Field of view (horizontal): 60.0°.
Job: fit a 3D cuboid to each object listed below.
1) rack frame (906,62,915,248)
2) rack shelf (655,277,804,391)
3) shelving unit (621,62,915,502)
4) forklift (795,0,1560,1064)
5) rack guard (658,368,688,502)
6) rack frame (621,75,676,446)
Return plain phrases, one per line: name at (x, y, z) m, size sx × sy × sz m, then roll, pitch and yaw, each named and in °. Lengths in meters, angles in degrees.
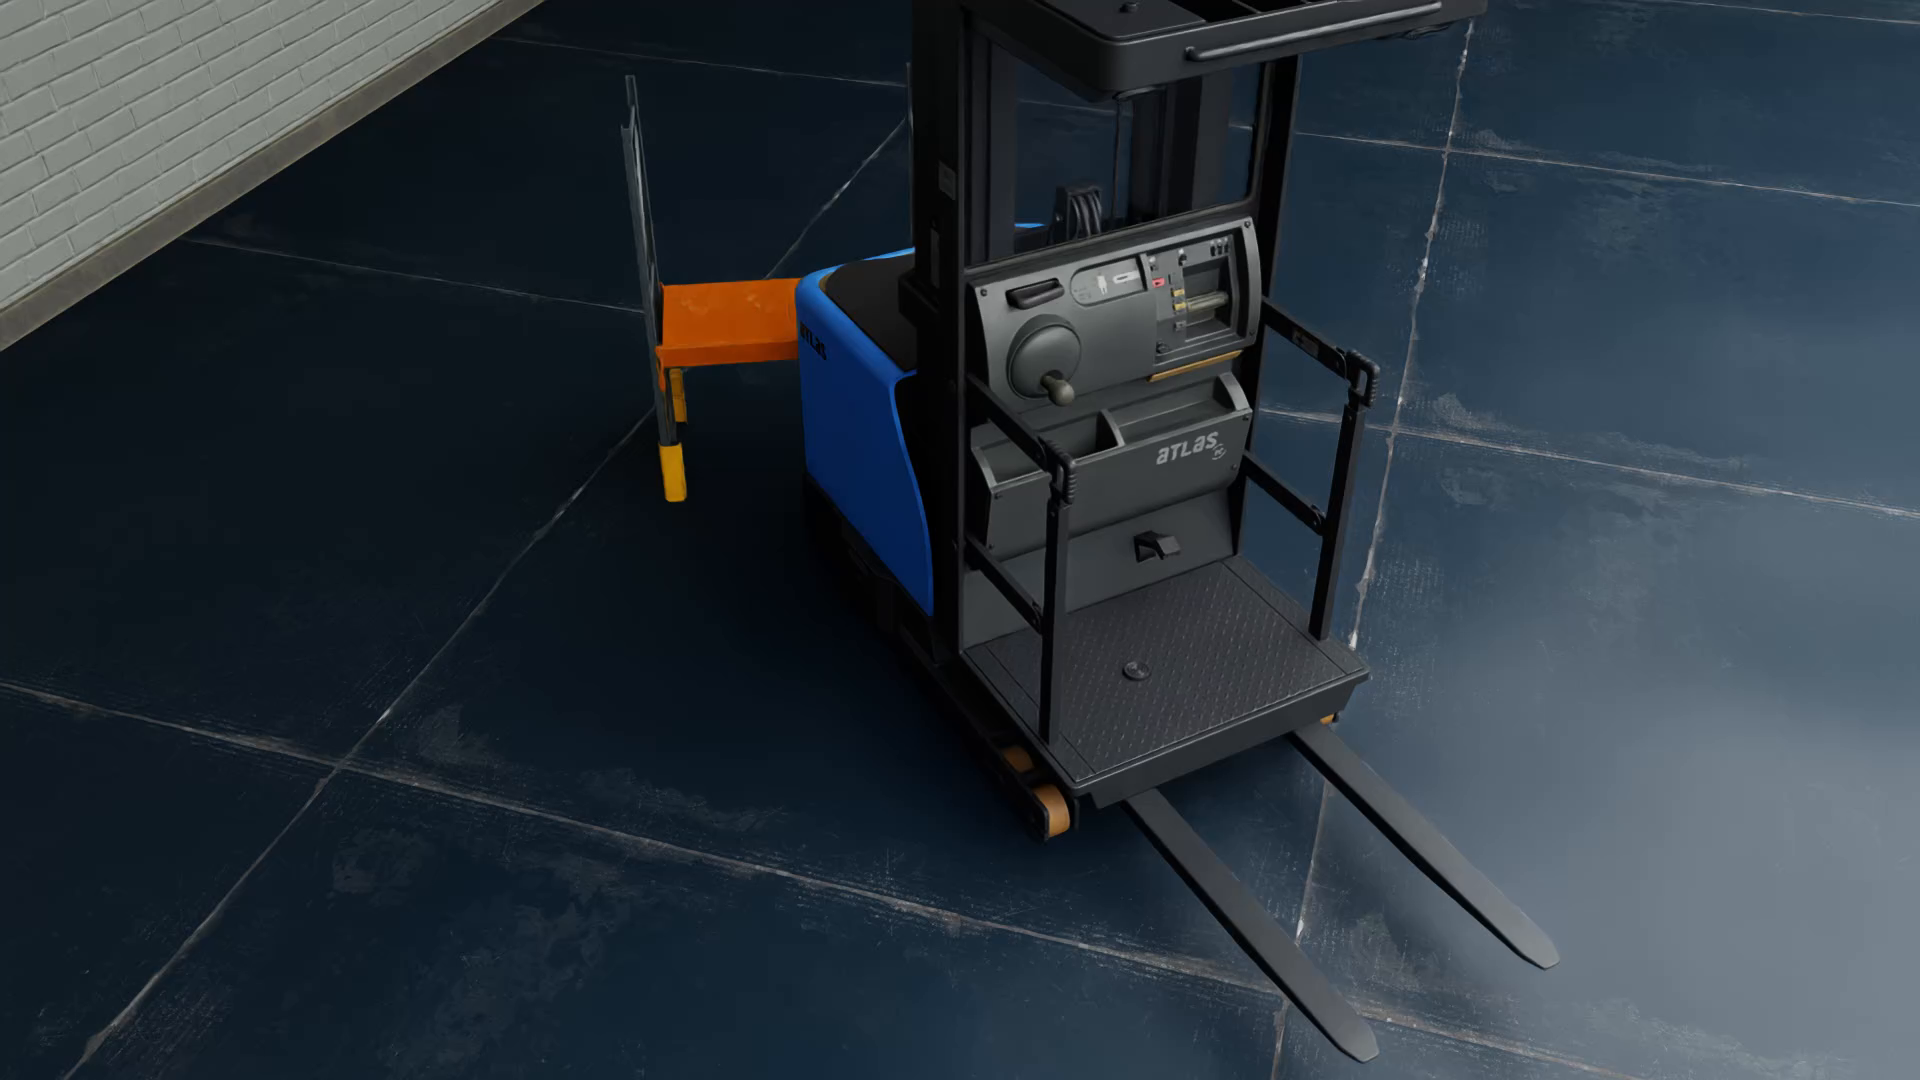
rack frame at (-0.150, -1.003, 6.347) m, size 0.032 × 1.500 × 0.500 m, roll -4°, pitch 37°, yaw -6°
rack shelf at (-0.655, -0.820, 6.402) m, size 1.000 × 0.185 × 0.538 m, roll -4°, pitch 37°, yaw -6°
shelving unit at (-0.646, -0.965, 6.296) m, size 1.083 × 1.500 × 0.587 m, roll -4°, pitch 37°, yaw -6°
forklift at (0.566, -0.589, 4.577) m, size 1.130 × 2.935 × 3.031 m, roll -18°, pitch 40°, yaw -23°
rack guard at (-1.140, -0.424, 6.616) m, size 0.087 × 0.250 × 0.587 m, roll -4°, pitch 37°, yaw -6°
rack frame at (-1.159, -0.926, 6.243) m, size 0.032 × 1.500 × 0.500 m, roll -4°, pitch 37°, yaw -6°
